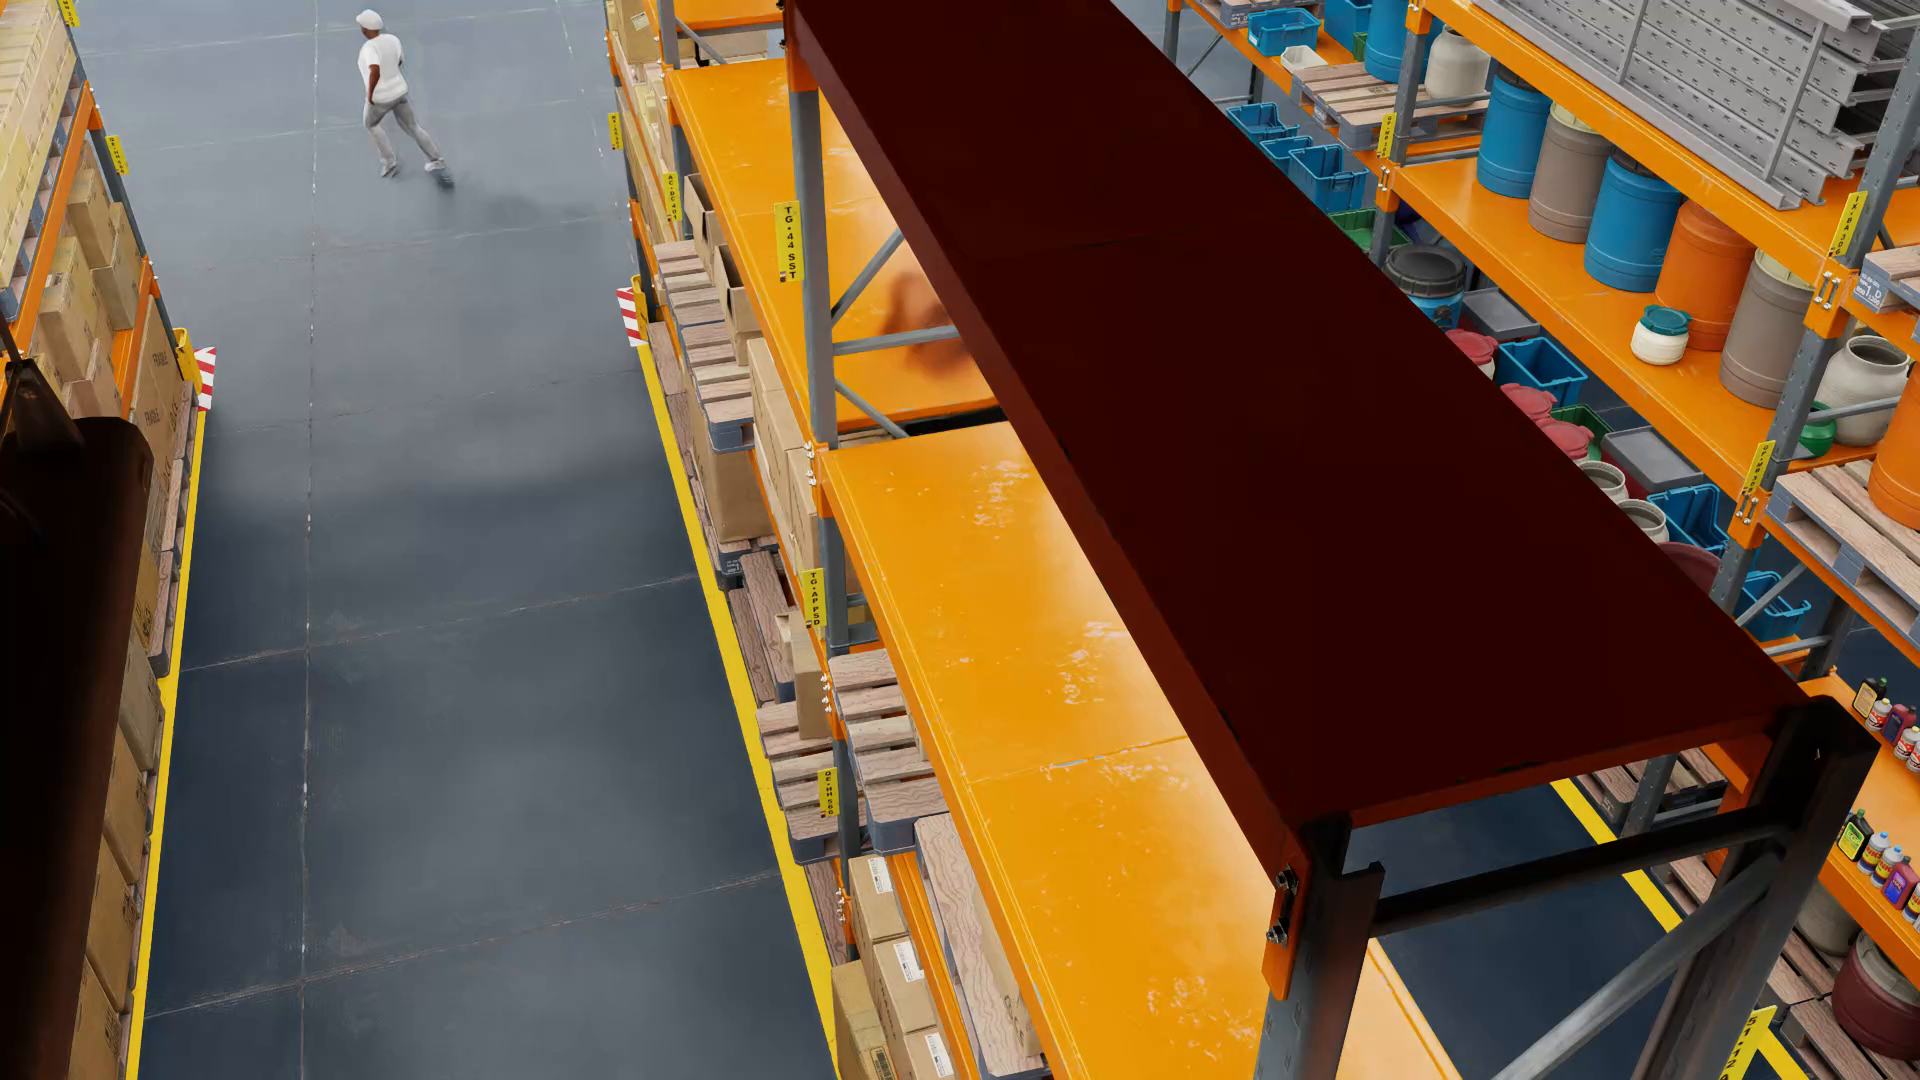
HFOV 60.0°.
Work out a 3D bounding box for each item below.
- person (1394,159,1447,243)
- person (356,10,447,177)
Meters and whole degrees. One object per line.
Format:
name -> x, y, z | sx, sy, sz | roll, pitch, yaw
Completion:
person -> 4.165, -3.205, 15.599 | 0.601, 1.584, 0.540 | -7, 39, -9
person -> -5.879, -4.543, 17.152 | 0.895, 1.816, 0.710 | 19, 42, 22
